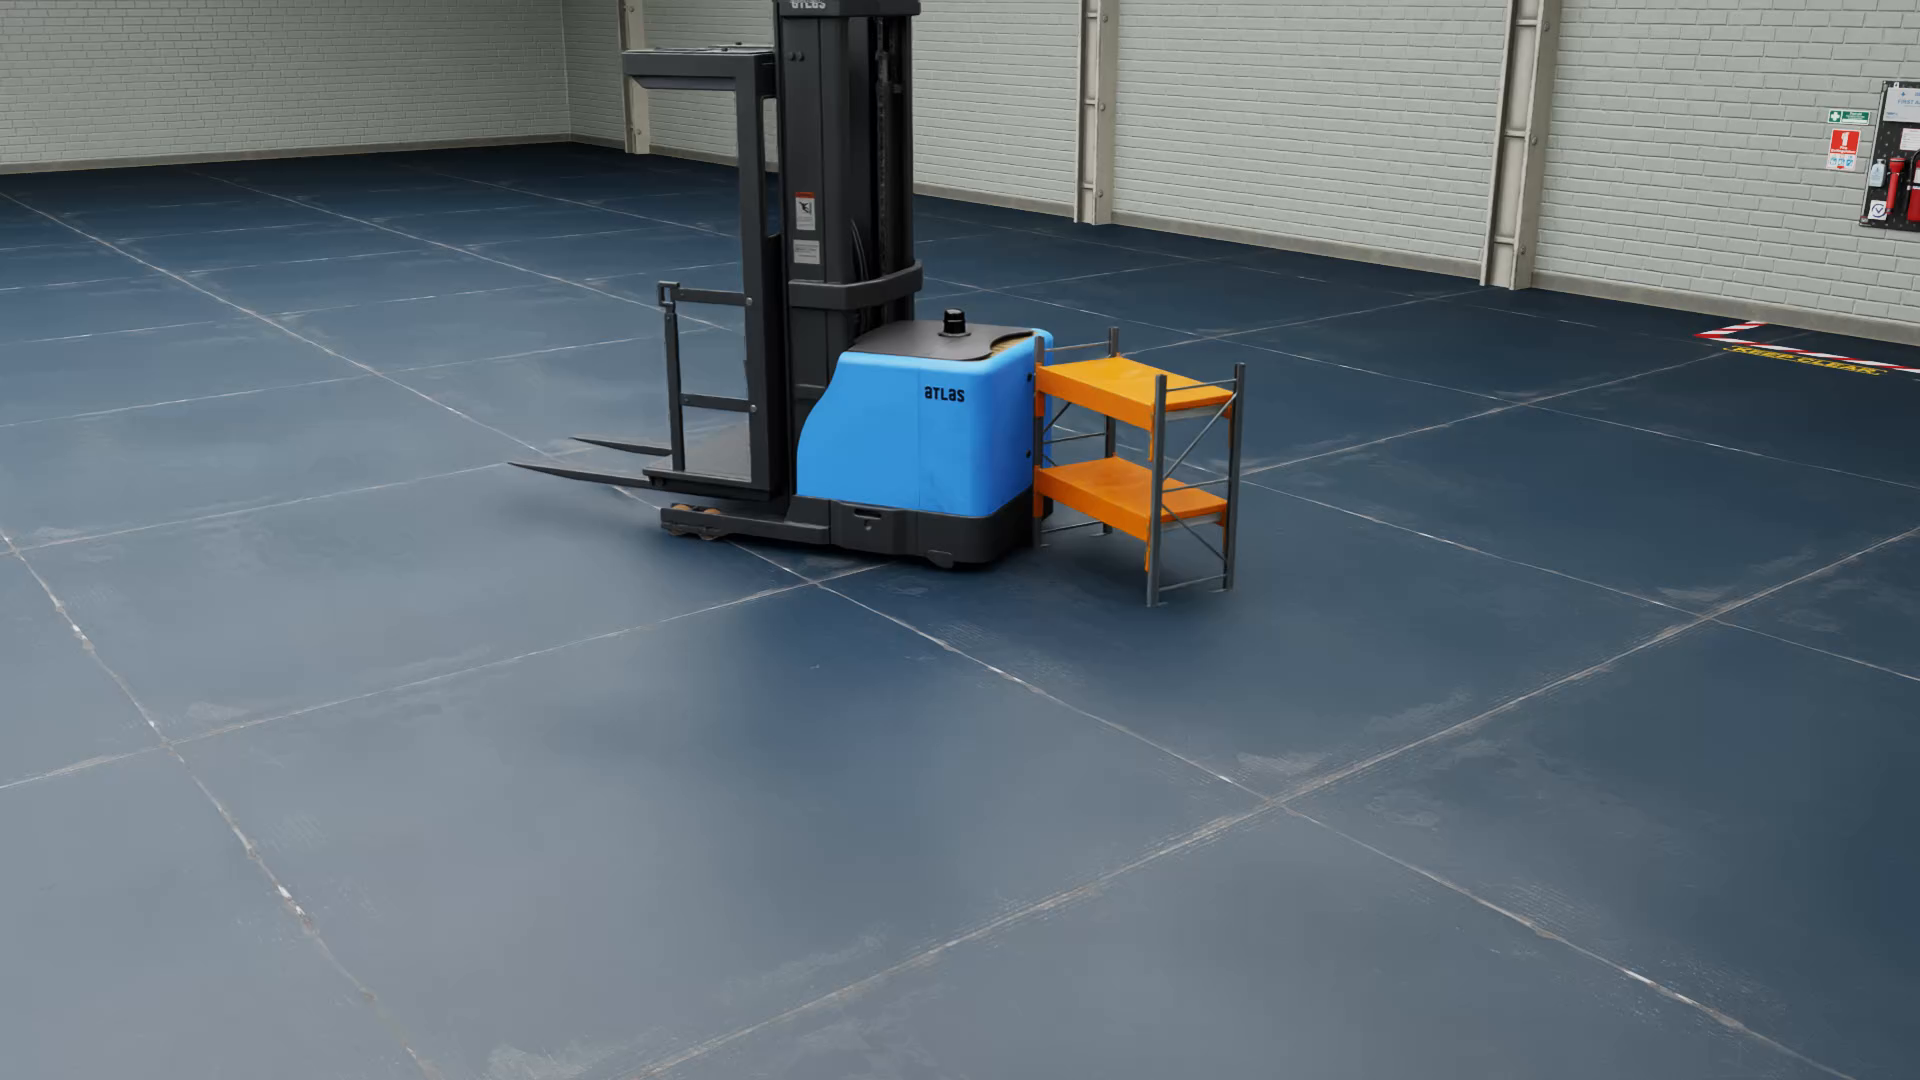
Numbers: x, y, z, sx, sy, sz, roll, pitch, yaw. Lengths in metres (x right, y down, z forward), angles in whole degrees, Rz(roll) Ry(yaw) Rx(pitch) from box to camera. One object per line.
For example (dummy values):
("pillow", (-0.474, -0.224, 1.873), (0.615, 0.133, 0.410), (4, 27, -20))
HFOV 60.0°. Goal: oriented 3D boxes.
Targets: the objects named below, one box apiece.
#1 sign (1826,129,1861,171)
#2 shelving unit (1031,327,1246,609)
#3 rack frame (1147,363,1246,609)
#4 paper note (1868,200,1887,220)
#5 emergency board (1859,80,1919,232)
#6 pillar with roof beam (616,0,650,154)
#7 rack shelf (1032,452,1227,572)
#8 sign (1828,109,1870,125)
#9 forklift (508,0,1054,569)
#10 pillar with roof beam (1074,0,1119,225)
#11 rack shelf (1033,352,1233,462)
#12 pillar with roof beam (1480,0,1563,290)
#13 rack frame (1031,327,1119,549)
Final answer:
("sign", (7.359, -3.251, 13.853), (0.001, 0.329, 0.234), (-14, 23, -36))
("shelving unit", (0.854, -0.391, 8.252), (0.538, 1.125, 1.048), (-10, 21, -29))
("rack frame", (1.111, -0.253, 7.836), (0.500, 1.125, 0.032), (-10, 21, -29))
("paper note", (7.566, -2.717, 13.697), (0.016, 0.148, 0.142), (-14, 23, -36))
("emergency board", (7.622, -3.078, 13.386), (0.194, 1.169, 0.643), (-14, 23, -36))
("pillar with roof beam", (-9.150, -10.383, 25.904), (9.100, 9.000, 0.400), (-14, 23, -36))
("rack shelf", (0.854, -0.158, 8.329), (0.538, 0.278, 1.000), (-10, 21, -29))
("sign", (7.355, -3.500, 13.761), (0.001, 0.109, 0.331), (-14, 23, -36))
("forklift", (-1.056, -1.532, 8.827), (3.031, 2.935, 1.130), (8, 20, 22))
("pillar with roof beam", (-1.699, -7.426, 16.974), (9.100, 9.000, 0.400), (-14, 23, -36))
("rack shelf", (0.854, -0.668, 8.160), (0.538, 0.278, 1.000), (-10, 21, -29))
("pillar with roof beam", (2.026, -5.948, 12.509), (9.100, 9.000, 0.400), (-14, 23, -36))
("rack frame", (0.598, -0.528, 8.669), (0.500, 1.125, 0.032), (-10, 21, -29))
